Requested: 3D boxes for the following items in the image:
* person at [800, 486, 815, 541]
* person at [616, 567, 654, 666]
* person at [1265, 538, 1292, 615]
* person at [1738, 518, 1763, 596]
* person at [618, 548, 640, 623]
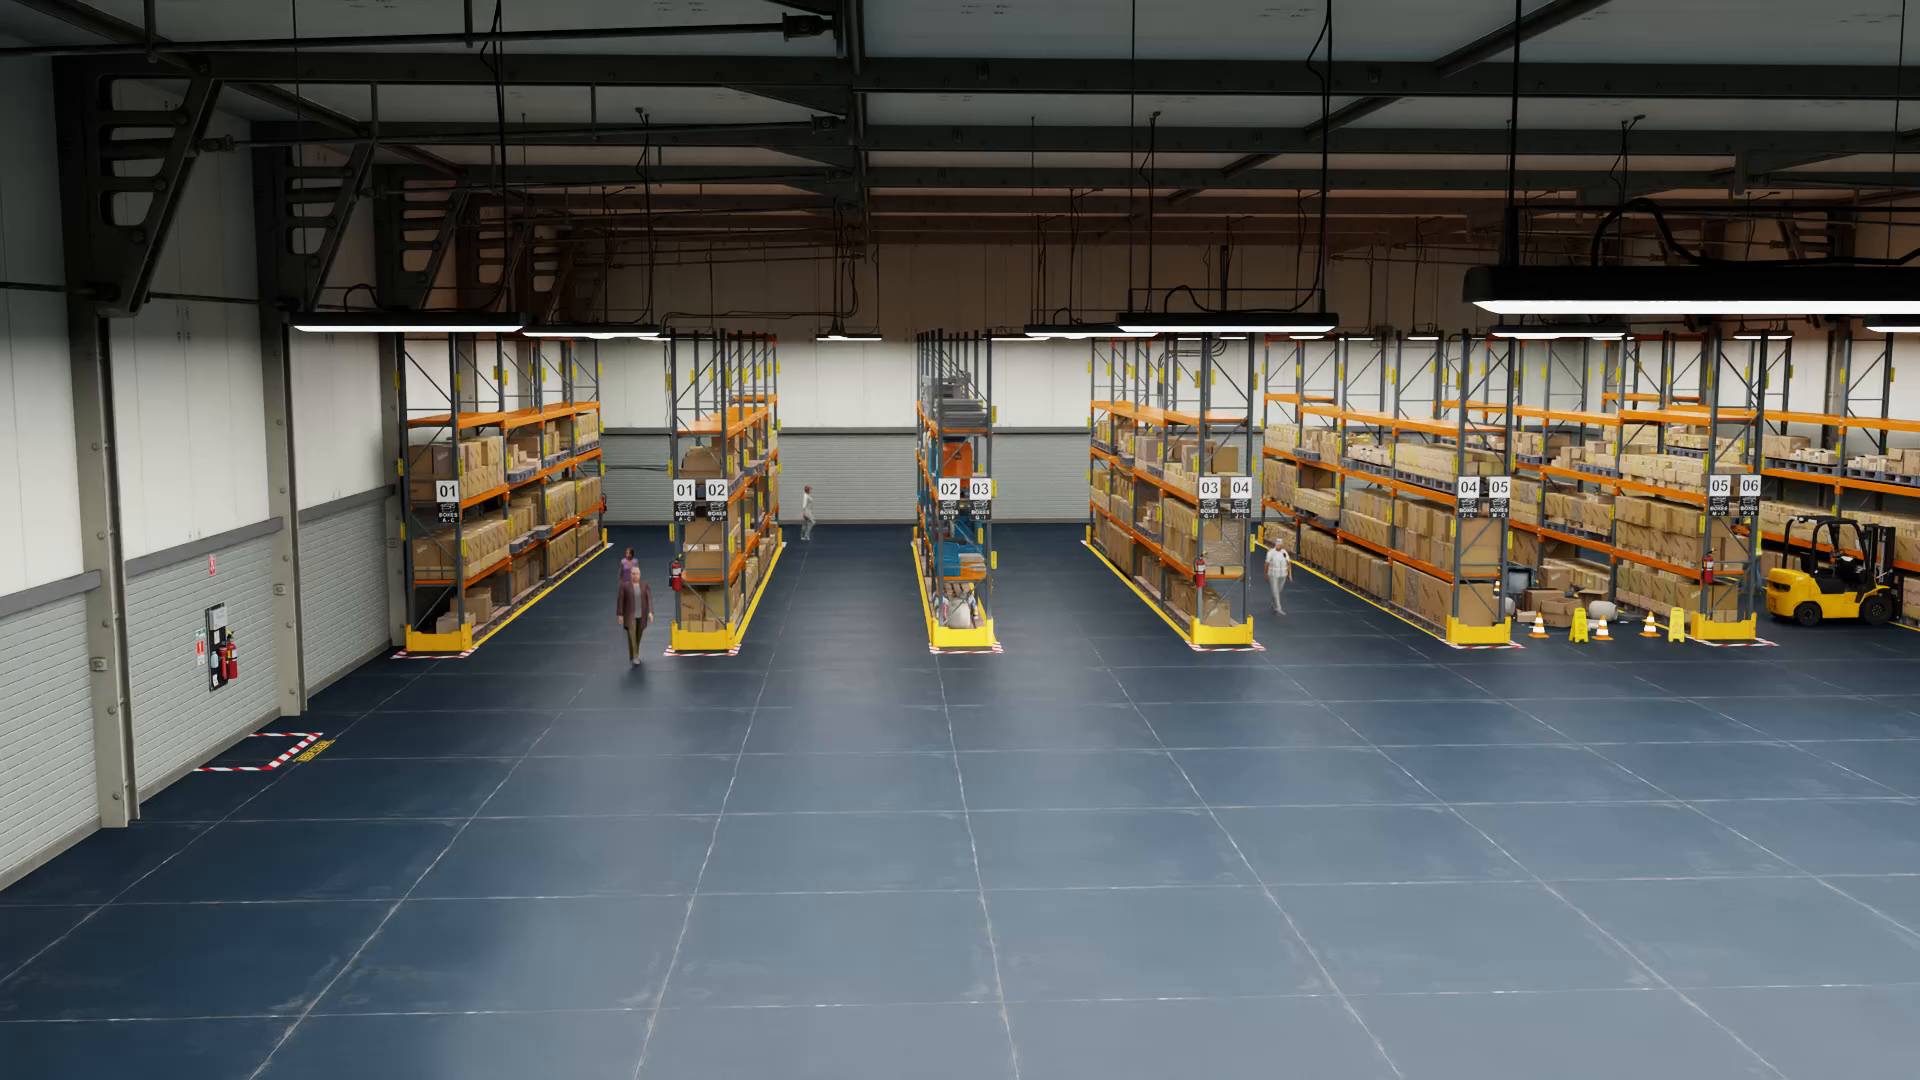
[{"bbox_3d":[-4.451,-0.761,48.477,0.445,1.587,0.429,-1,7,-5],"label":"person"},{"bbox_3d":[-5.811,1.339,29.741,0.600,1.729,0.921,-4,8,-33],"label":"person"},{"bbox_3d":[6.762,0.756,35.217,0.499,1.607,1.004,-2,7,-13],"label":"person"},{"bbox_3d":[18.114,0.403,37.947,0.528,1.791,0.683,-2,7,-17],"label":"person"},{"bbox_3d":[-6.761,0.927,34.033,0.435,1.546,0.967,-2,7,-19],"label":"person"}]
